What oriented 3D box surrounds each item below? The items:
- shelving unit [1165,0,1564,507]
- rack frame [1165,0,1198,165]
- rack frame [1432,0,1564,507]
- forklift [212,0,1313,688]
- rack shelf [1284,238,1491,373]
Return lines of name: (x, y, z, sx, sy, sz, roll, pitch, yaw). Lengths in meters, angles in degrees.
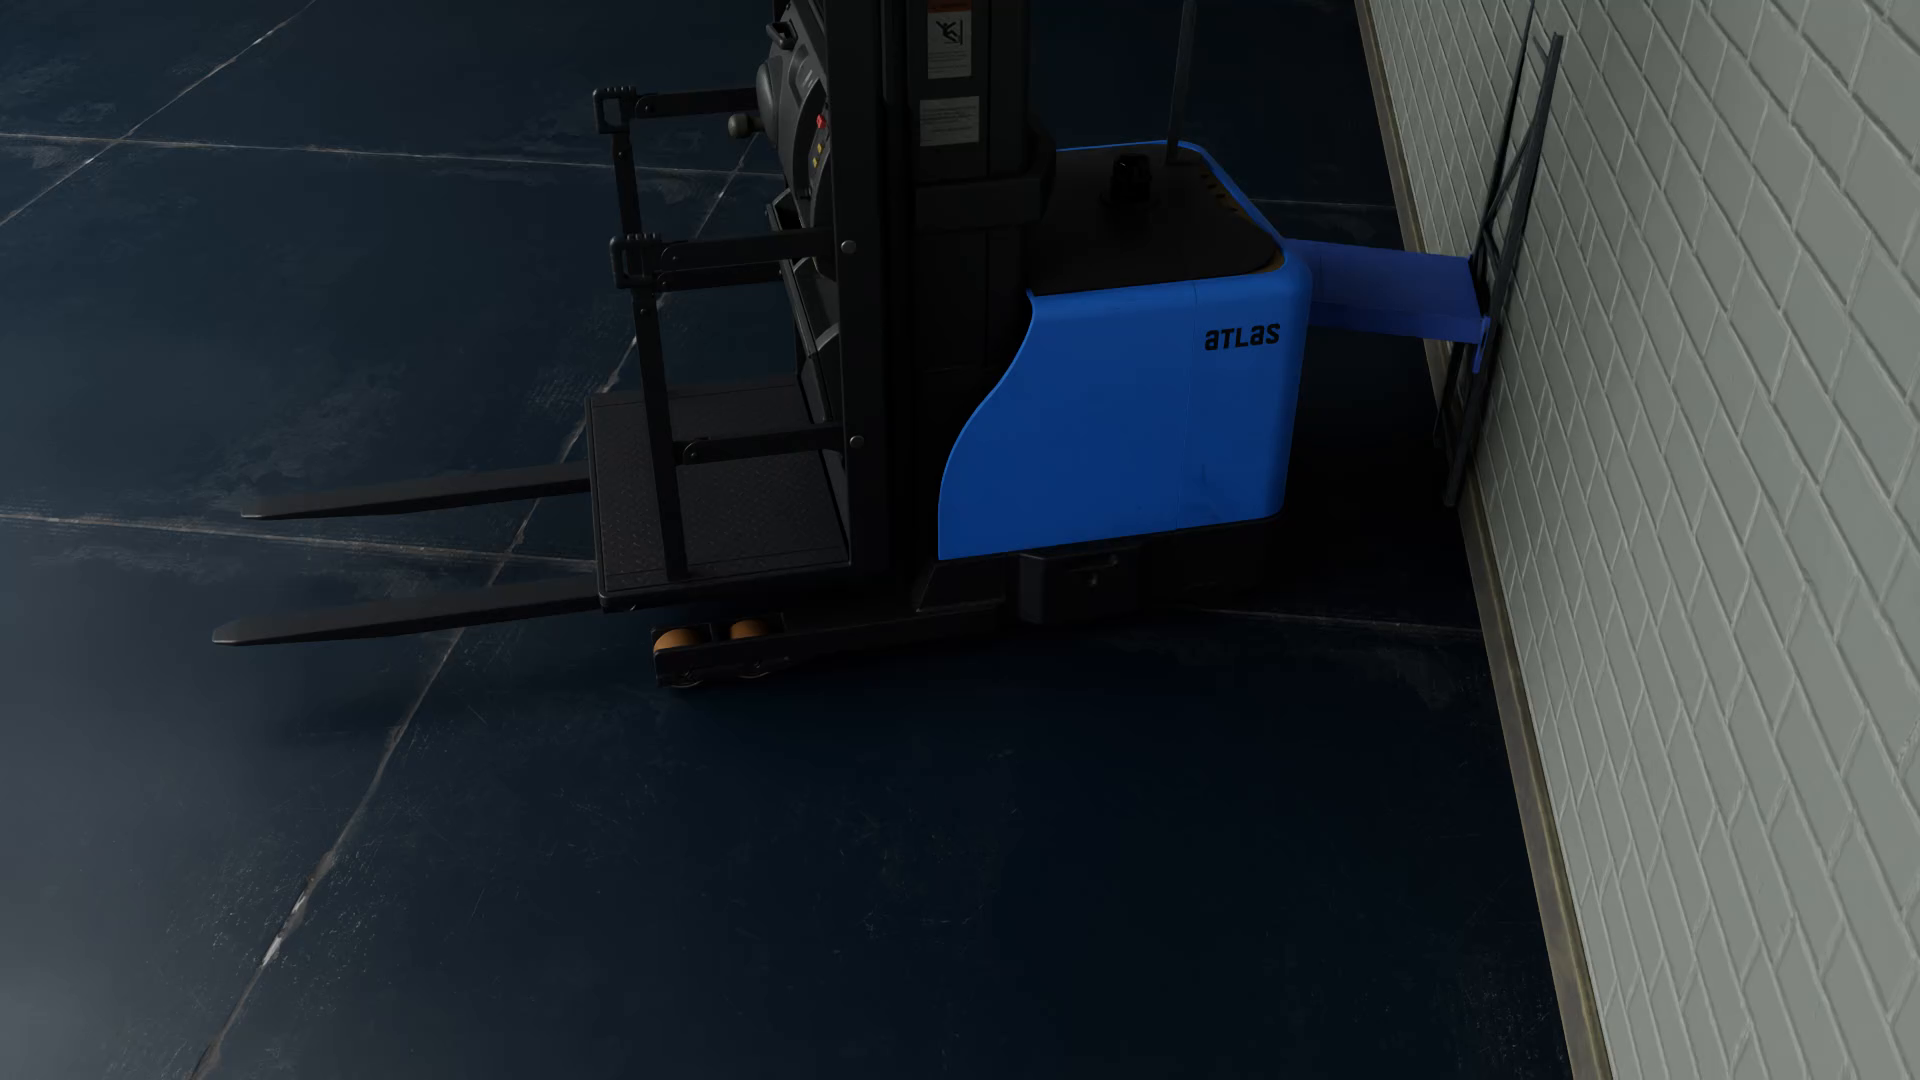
shelving unit: (1.147, -0.936, 5.206, 1.048, 1.500, 0.538, 7, 32, 7)
rack frame: (0.646, -1.002, 5.264, 0.032, 1.500, 0.500, 7, 32, 7)
rack frame: (1.648, -0.871, 5.149, 0.032, 1.500, 0.500, 7, 32, 7)
forklift: (-0.611, -1.115, 4.289, 3.031, 2.935, 1.130, -7, 36, -10)
rack shelf: (1.138, -0.784, 5.302, 1.000, 0.185, 0.538, 7, 32, 7)
